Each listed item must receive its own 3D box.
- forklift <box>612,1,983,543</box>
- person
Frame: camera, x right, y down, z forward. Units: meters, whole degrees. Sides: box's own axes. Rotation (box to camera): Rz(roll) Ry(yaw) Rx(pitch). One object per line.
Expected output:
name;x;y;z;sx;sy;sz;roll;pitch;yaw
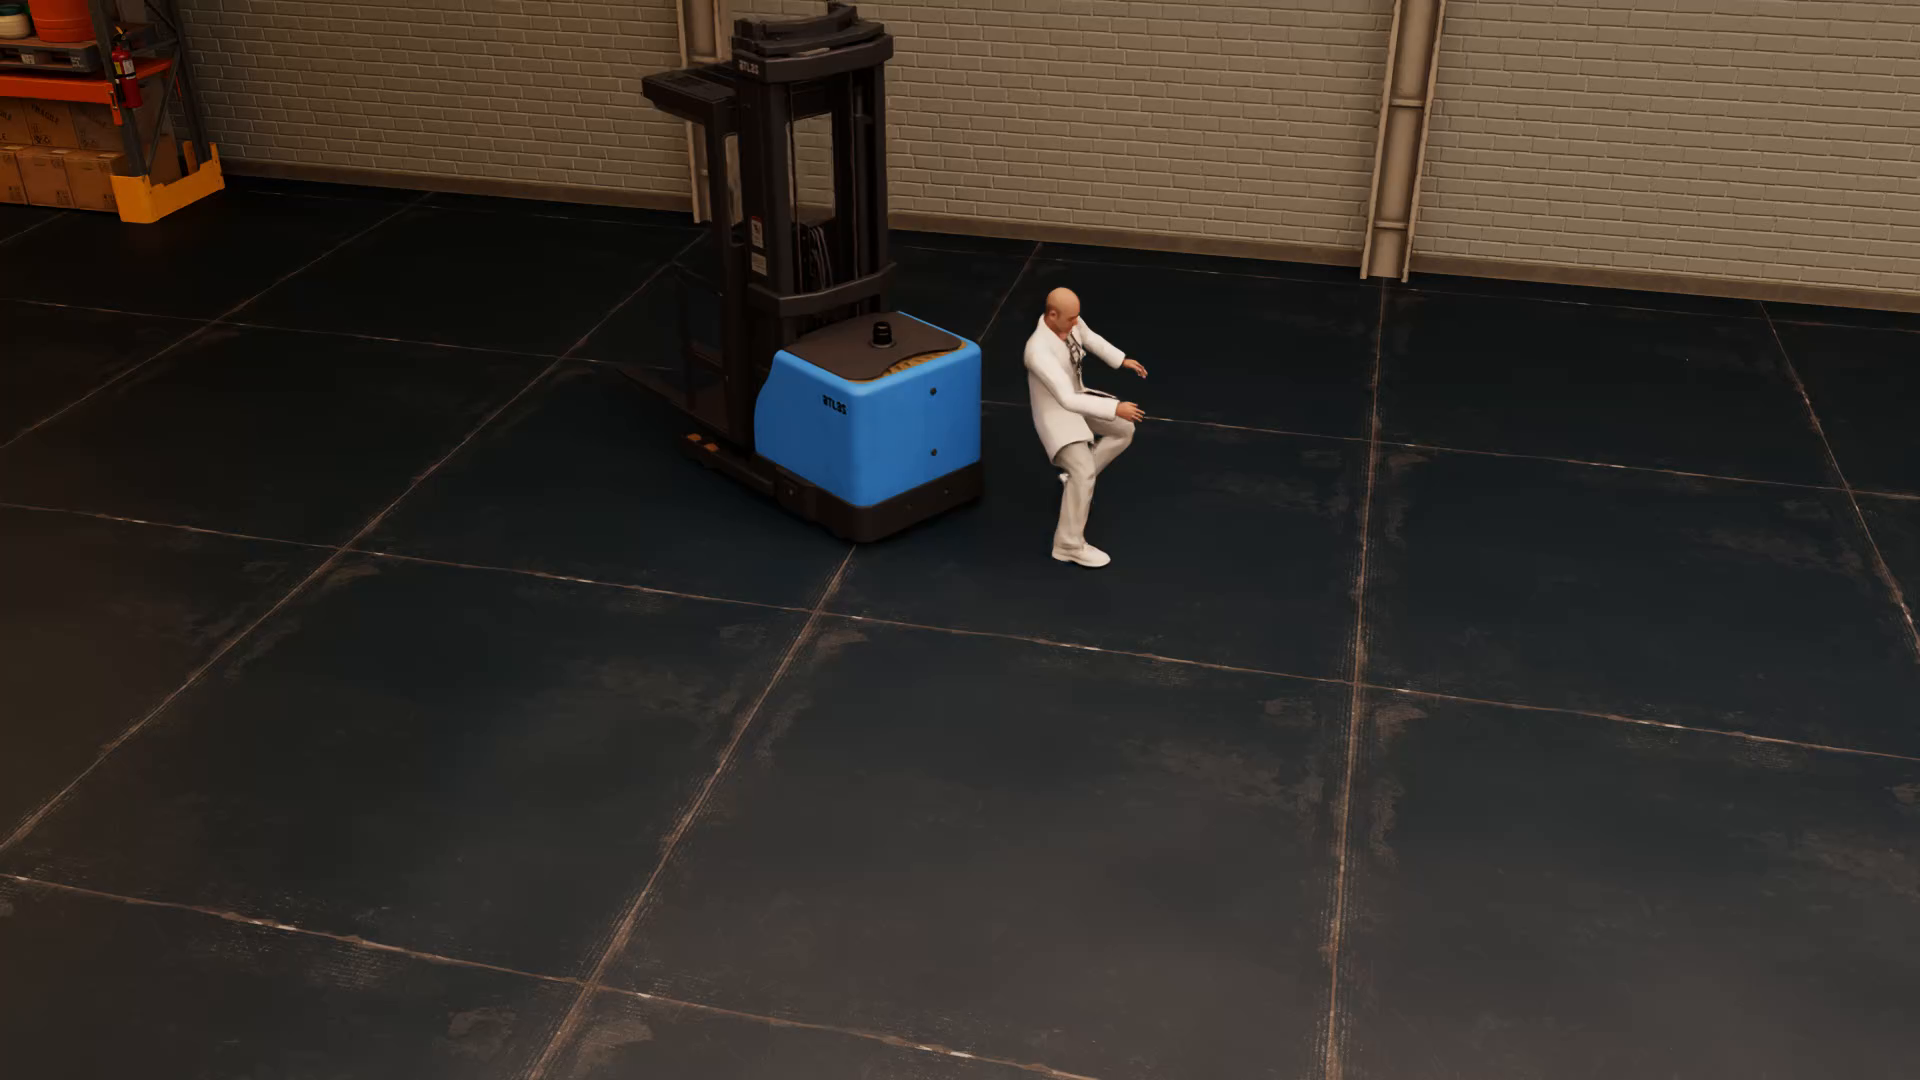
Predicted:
forklift;-1.222;-1.897;10.519;1.130;2.935;3.031;-24;38;-36
person;0.764;-0.749;9.874;0.773;1.566;0.886;14;32;23
